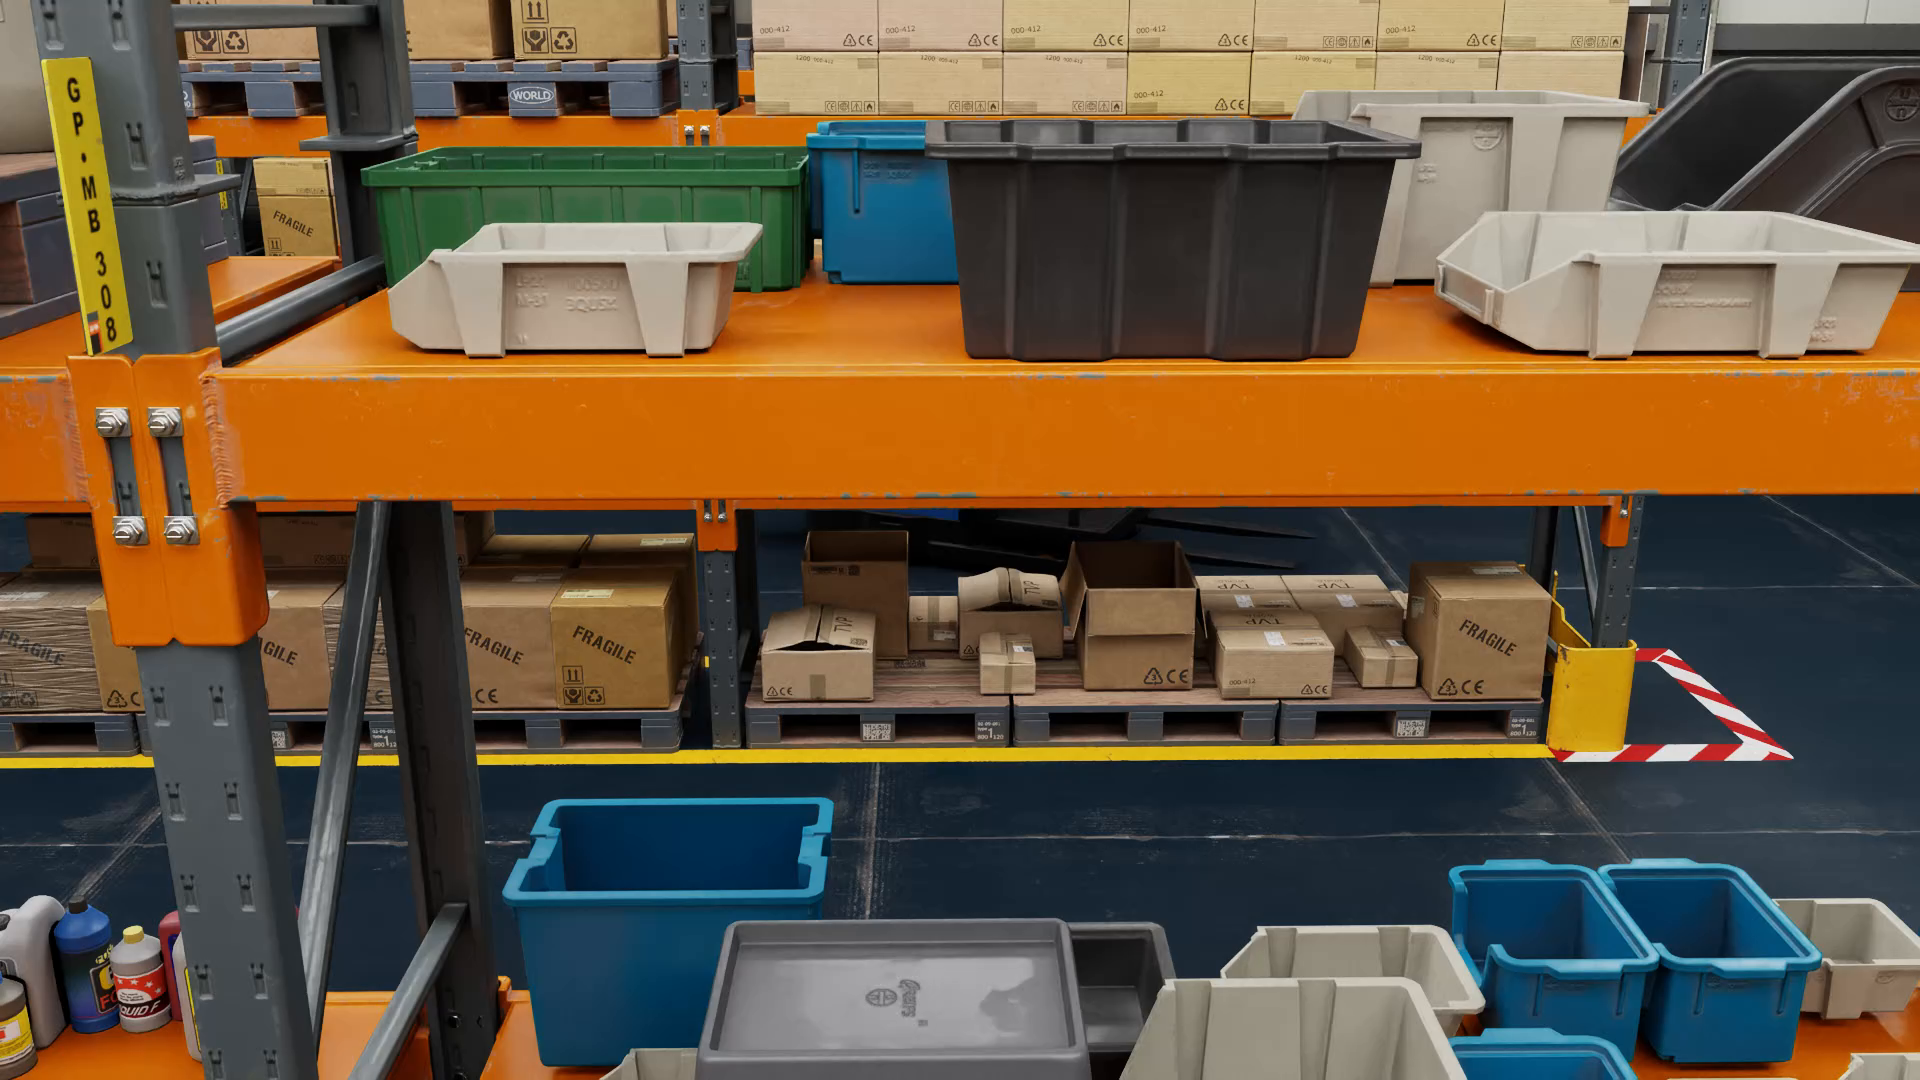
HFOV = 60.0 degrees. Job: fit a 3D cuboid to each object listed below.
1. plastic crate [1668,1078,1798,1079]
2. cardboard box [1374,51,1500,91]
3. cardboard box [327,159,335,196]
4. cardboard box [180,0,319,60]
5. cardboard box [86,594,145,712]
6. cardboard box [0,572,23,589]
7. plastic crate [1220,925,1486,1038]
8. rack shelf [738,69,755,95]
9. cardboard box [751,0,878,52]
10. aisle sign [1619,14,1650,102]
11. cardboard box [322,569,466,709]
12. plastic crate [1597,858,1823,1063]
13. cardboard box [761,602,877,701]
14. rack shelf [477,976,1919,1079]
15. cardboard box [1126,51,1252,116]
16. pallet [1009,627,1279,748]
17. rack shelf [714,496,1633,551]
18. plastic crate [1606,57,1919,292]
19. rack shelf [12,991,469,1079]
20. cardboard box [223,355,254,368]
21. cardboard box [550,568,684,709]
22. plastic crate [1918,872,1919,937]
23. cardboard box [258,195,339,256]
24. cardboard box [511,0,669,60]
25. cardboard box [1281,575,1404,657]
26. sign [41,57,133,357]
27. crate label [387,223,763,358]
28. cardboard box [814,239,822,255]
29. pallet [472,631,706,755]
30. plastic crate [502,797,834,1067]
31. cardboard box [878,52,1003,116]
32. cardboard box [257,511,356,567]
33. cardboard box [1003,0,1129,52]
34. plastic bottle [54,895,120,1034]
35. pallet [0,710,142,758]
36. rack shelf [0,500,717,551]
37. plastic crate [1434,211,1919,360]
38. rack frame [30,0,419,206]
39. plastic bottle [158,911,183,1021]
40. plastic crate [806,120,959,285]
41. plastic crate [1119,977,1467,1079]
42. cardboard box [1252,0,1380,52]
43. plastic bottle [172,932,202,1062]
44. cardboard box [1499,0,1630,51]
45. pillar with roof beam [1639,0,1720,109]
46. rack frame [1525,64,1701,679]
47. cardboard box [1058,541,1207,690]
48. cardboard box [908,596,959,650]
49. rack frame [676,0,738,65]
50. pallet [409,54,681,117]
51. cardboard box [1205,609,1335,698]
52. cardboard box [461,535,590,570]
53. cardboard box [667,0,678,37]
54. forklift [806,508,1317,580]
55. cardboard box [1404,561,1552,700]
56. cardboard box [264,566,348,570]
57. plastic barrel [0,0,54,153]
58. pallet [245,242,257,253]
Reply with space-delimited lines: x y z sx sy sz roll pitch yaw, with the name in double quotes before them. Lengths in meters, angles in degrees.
"plastic crate" 1.327 1.036 2.740 0.250 0.136 0.298 0 18 -1
"cardboard box" 1.919 -1.920 6.958 0.500 0.250 0.500 0 18 -1
"cardboard box" -4.157 -2.602 11.837 0.500 0.250 0.500 -1 18 -2
"cardboard box" -2.909 -2.363 7.076 0.600 0.600 0.600 -1 18 -3
"cardboard box" -3.586 0.454 7.594 0.500 0.500 0.500 -1 18 -2
"cardboard box" -4.611 0.459 7.578 0.500 0.500 0.500 0 18 1
"plastic crate" 0.740 0.883 3.217 0.466 0.136 0.293 0 18 -1
"rack shelf" -3.152 -3.215 11.927 4.000 0.370 1.077 0 18 -1
"cardboard box" -0.581 -2.148 6.848 0.500 0.250 0.500 0 18 -1
"aisle sign" 2.992 -1.973 7.533 0.004 0.787 0.394 0 18 -1
"cardboard box" -2.555 0.446 7.617 0.500 0.500 0.500 0 18 0
"plastic crate" 1.435 0.825 3.240 0.300 0.233 0.416 0 18 -1
"cardboard box" -0.648 0.509 7.733 0.500 0.311 0.500 0 18 -1
"rack shelf" 1.004 1.219 3.013 4.000 0.370 1.077 0 18 -1
"cardboard box" 0.919 -1.917 6.946 0.500 0.250 0.500 0 18 -1
"pallet" 0.839 0.692 8.046 1.213 0.211 1.003 0 18 -1
"rack shelf" 0.929 -0.293 7.729 4.000 0.370 1.077 0 18 -1
"plastic crate" 1.471 -0.608 2.723 0.767 0.338 0.504 0 18 -1
"rack shelf" -2.996 1.239 2.953 4.000 0.370 1.077 0 18 -1
"cardboard box" -3.525 -0.838 7.398 0.500 0.500 0.700 3 18 10
"cardboard box" -1.560 0.444 7.624 0.500 0.500 0.500 0 18 -1
"plastic crate" 2.093 0.822 3.250 0.300 0.233 0.416 0 18 -1
"cardboard box" -4.662 -2.243 11.945 0.500 0.500 0.500 0 18 1
"cardboard box" -1.575 -2.370 7.099 0.600 0.600 0.600 -2 18 -6
"cardboard box" 1.881 0.373 8.257 0.500 0.250 0.500 0 18 -1
"sign" -0.989 -0.378 1.890 0.005 0.325 0.100 0 18 -1
"crate label" -0.502 -0.330 2.188 0.466 0.136 0.293 0 18 -1
"cardboard box" -0.595 -1.066 7.160 0.500 0.500 0.500 0 18 1
"pallet" -1.883 0.717 7.967 1.213 0.211 1.003 0 18 -1
"plastic crate" -0.535 0.759 3.198 0.575 0.384 0.392 0 18 -1
"cardboard box" -0.081 -1.911 6.929 0.500 0.250 0.500 0 18 -1
"cardboard box" -3.060 -0.067 7.991 0.500 0.250 0.500 -1 18 -2
"cardboard box" 0.420 -2.150 6.854 0.500 0.250 0.500 0 18 -1
"plastic bottle" -1.715 0.827 3.271 0.097 0.271 0.097 0 18 0
"pallet" -4.323 0.729 7.930 1.213 0.211 1.003 0 18 -1
"rack shelf" -3.070 -0.274 7.669 4.000 0.370 1.077 0 18 -1
"plastic crate" 0.941 -0.350 2.248 0.530 0.136 0.437 0 18 -1
"rack frame" -0.996 -1.970 1.957 0.127 3.000 1.000 0 18 -1
"plastic bottle" -1.503 0.814 3.290 0.133 0.283 0.061 0 18 -1
"plastic crate" -0.091 -0.564 2.758 0.300 0.233 0.416 0 18 -1
"plastic crate" 0.533 0.963 2.730 0.530 0.282 0.437 0 18 -1
"cardboard box" 1.419 -2.156 6.876 0.500 0.250 0.500 0 18 -1
"plastic bottle" -1.394 0.813 3.183 0.185 0.351 0.144 0 18 -1
"cardboard box" 2.419 -2.160 6.887 0.500 0.250 0.500 0 18 -1
"pillar with roof beam" 5.601 -3.978 8.215 0.400 9.000 9.100 0 18 -1
"rack frame" 2.929 -0.646 7.649 0.127 3.000 1.000 0 18 -1
"cardboard box" 0.808 0.342 7.937 0.637 0.503 0.797 0 18 -1
"cardboard box" -0.131 0.412 8.299 0.250 0.149 0.380 0 18 -1
"rack frame" -1.071 -3.483 6.673 0.127 3.000 1.000 0 18 -1
"pallet" -1.724 -1.983 7.217 1.003 0.211 1.213 0 18 -1
"cardboard box" 1.439 0.527 7.774 0.500 0.250 0.500 0 18 -1
"cardboard box" -2.091 0.288 8.110 0.500 0.500 0.500 0 18 0
"cardboard box" -2.034 -3.854 11.856 0.500 0.500 0.700 -1 18 -4
"forklift" 0.609 -1.304 9.813 3.031 2.935 1.130 7 19 22
"cardboard box" 2.389 0.413 7.721 0.500 0.500 0.500 0 18 -1
"cardboard box" -3.097 0.291 8.103 0.500 0.500 0.500 -1 18 -3
"plastic barrel" -1.526 -0.880 2.561 0.433 0.535 0.433 0 18 0
"pallet" -5.863 -1.993 12.163 1.003 0.211 1.213 0 18 -1
